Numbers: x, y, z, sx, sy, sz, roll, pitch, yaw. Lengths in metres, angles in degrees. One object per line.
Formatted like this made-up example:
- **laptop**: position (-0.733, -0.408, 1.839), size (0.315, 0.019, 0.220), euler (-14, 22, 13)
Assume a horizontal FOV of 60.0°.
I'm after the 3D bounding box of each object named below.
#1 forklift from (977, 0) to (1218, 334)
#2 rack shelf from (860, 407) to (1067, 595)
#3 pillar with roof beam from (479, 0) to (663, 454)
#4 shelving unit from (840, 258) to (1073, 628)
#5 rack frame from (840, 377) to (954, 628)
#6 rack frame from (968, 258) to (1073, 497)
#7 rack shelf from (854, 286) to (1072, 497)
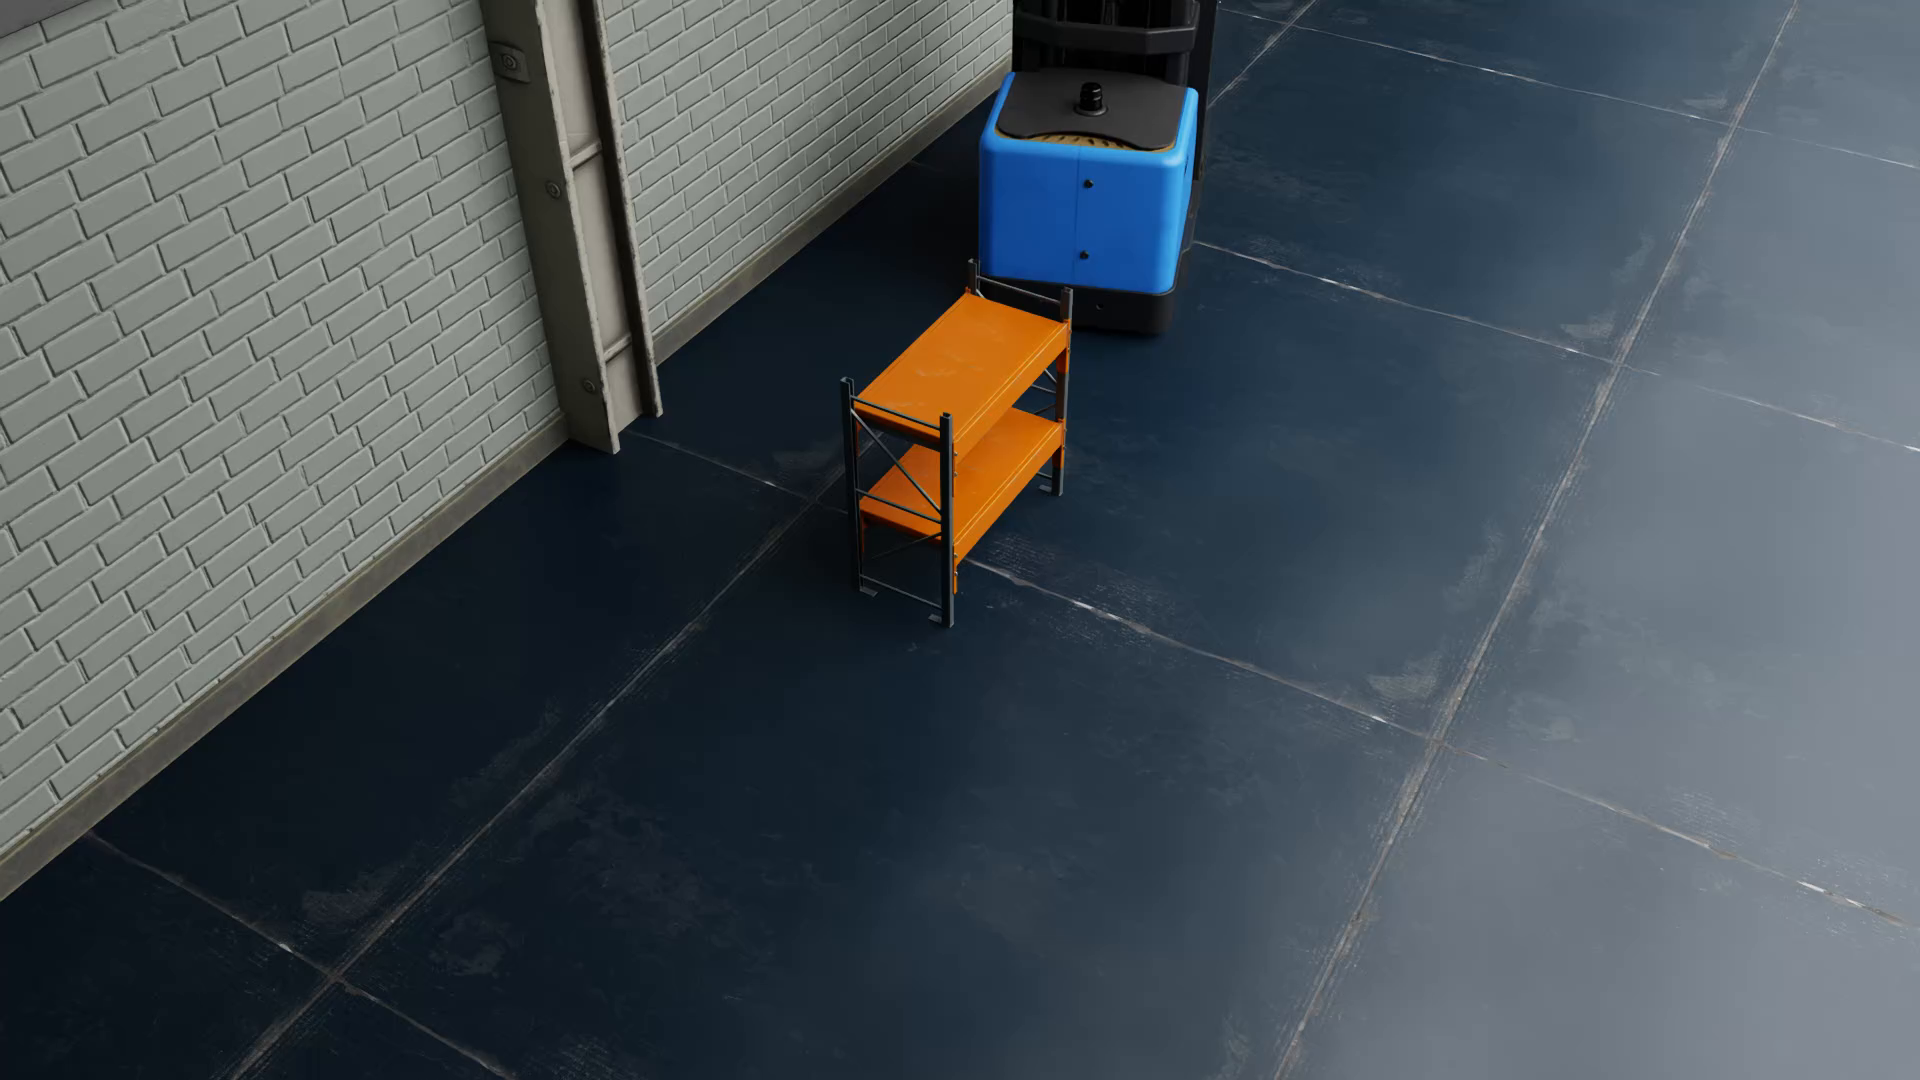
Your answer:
- **forklift**: position (0.875, -3.159, 8.935), size (1.130, 2.935, 3.031), euler (8, 42, 8)
- **rack shelf**: position (0.003, -0.243, 7.360), size (0.538, 0.278, 1.000), euler (21, 45, 22)
- **pillar with roof beam**: position (2.019, -2.529, 3.629), size (9.100, 9.000, 0.400), euler (21, 45, 22)
- **shelving unit**: position (0.003, -0.426, 7.198), size (0.538, 1.125, 1.048), euler (21, 45, 22)
- **rack frame**: position (-0.251, -0.135, 6.868), size (0.500, 1.125, 0.032), euler (21, 45, 22)
- **rack frame**: position (0.258, -0.717, 7.528), size (0.500, 1.125, 0.032), euler (21, 45, 22)
- **rack shelf**: position (0.003, -0.646, 7.005), size (0.538, 0.278, 1.000), euler (21, 45, 22)
